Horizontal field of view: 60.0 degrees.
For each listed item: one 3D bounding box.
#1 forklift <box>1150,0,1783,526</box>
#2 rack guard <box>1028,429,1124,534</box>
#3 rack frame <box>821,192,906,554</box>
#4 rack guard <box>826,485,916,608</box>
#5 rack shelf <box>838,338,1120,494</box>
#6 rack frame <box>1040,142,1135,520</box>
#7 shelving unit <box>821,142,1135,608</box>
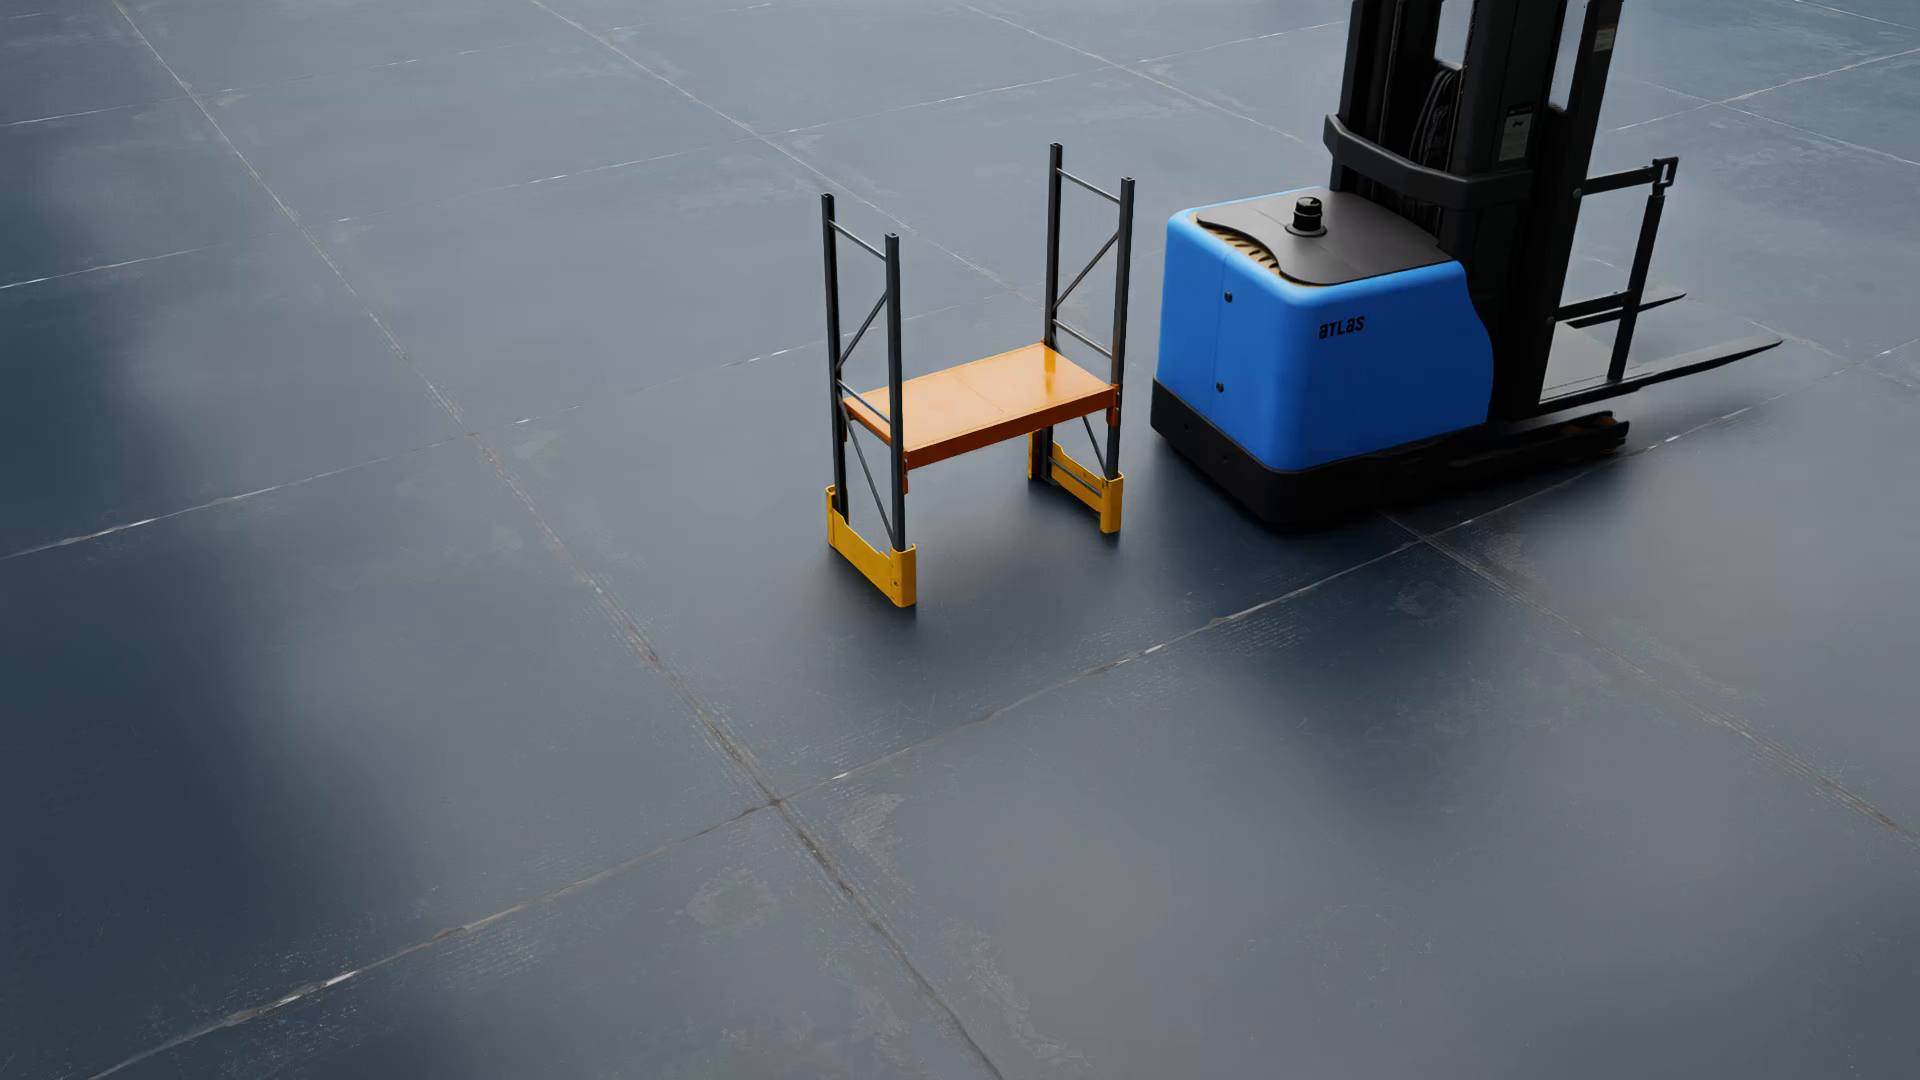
[{"bbox_3d":[2.421,-1.822,6.984,3.031,2.935,1.130,-14,35,-21],"label":"forklift"},{"bbox_3d":[0.483,-0.272,7.040,0.087,0.250,0.587,-19,37,-27],"label":"rack guard"},{"bbox_3d":[-0.356,-0.512,6.249,0.032,1.500,0.500,-19,37,-27],"label":"rack frame"},{"bbox_3d":[-0.355,0.016,6.583,0.087,0.250,0.587,-19,37,-27],"label":"rack guard"},{"bbox_3d":[0.072,-0.507,6.578,1.000,0.185,0.538,-19,37,-27],"label":"rack shelf"},{"bbox_3d":[0.499,-0.806,6.715,0.032,1.500,0.500,-19,37,-27],"label":"rack frame"},{"bbox_3d":[0.064,-0.656,6.478,1.083,1.500,0.587,-19,37,-27],"label":"shelving unit"}]
